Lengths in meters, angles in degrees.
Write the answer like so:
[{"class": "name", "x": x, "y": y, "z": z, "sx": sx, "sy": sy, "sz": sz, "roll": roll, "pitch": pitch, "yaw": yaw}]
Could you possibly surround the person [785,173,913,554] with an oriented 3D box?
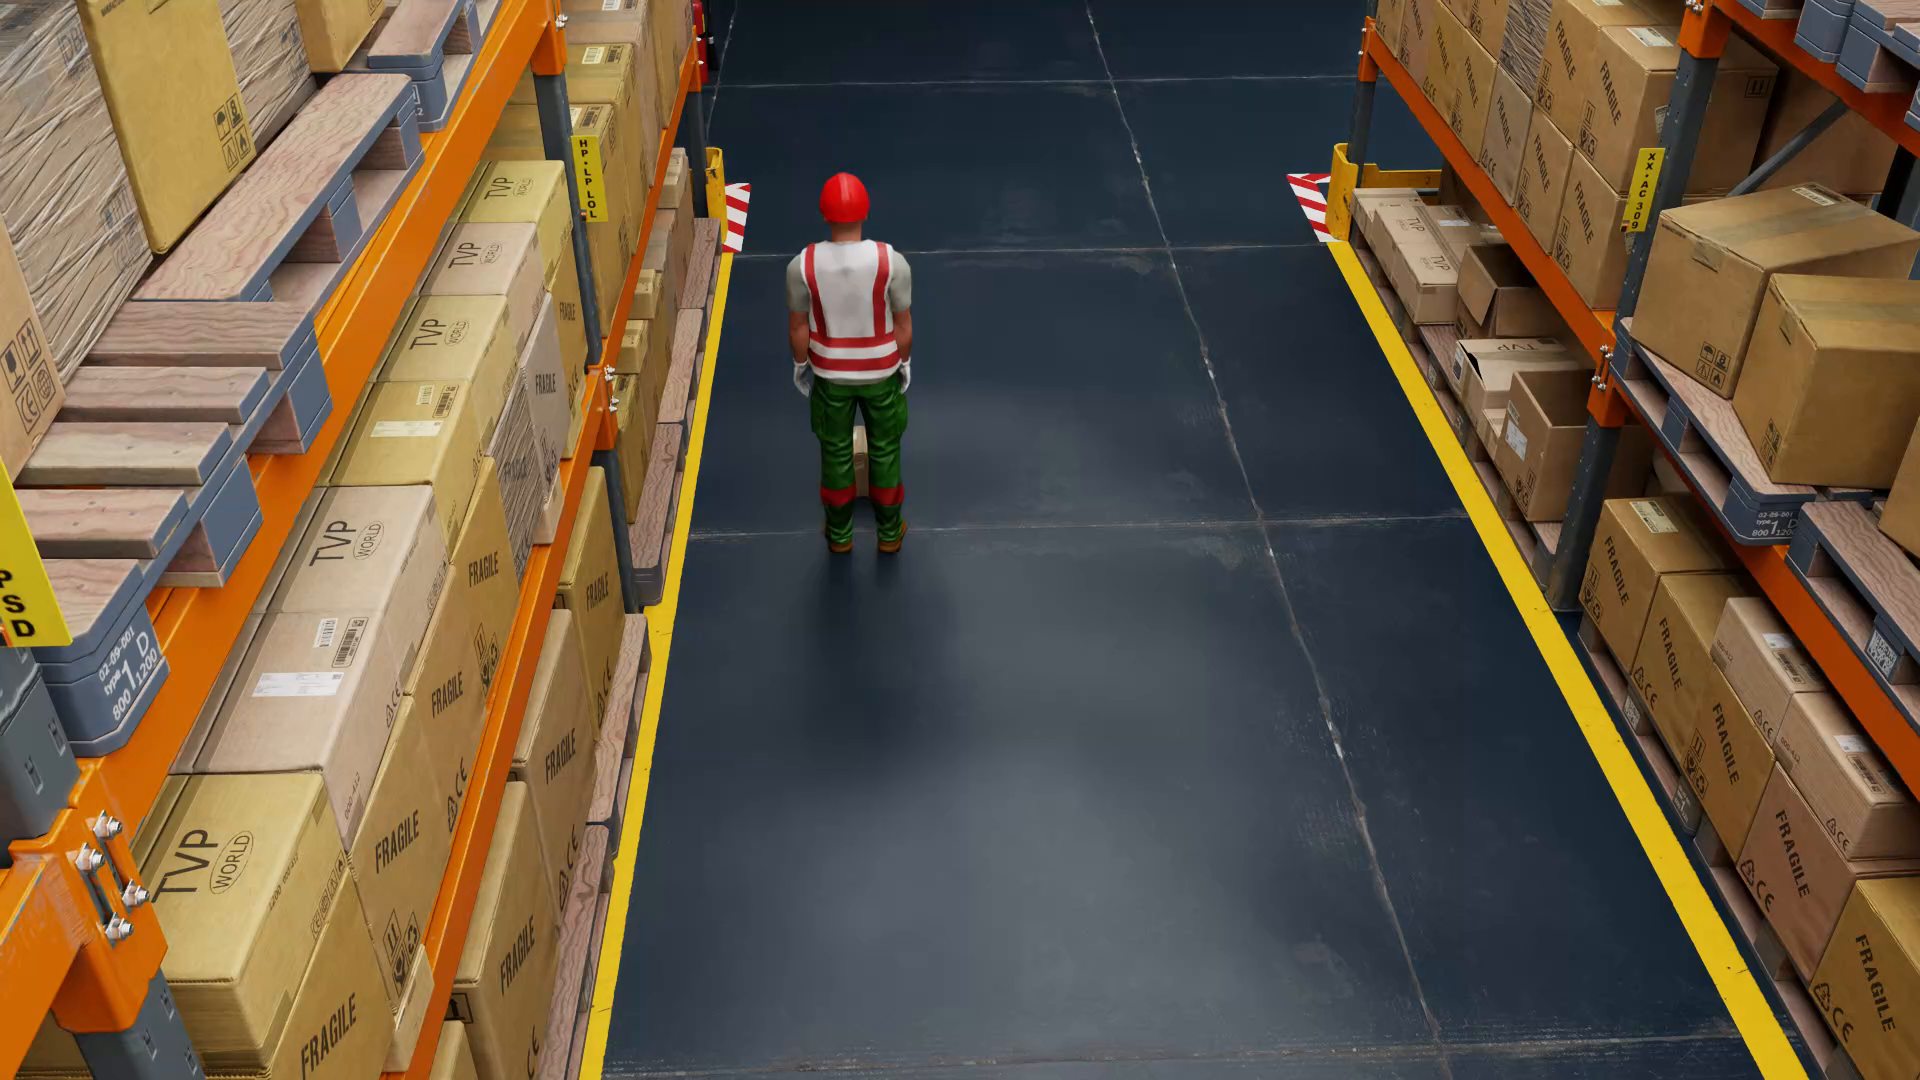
[{"class": "person", "x": -0.464, "y": -0.739, "z": 7.178, "sx": 0.528, "sy": 1.798, "sz": 0.351, "roll": -1, "pitch": 35, "yaw": -1}]
